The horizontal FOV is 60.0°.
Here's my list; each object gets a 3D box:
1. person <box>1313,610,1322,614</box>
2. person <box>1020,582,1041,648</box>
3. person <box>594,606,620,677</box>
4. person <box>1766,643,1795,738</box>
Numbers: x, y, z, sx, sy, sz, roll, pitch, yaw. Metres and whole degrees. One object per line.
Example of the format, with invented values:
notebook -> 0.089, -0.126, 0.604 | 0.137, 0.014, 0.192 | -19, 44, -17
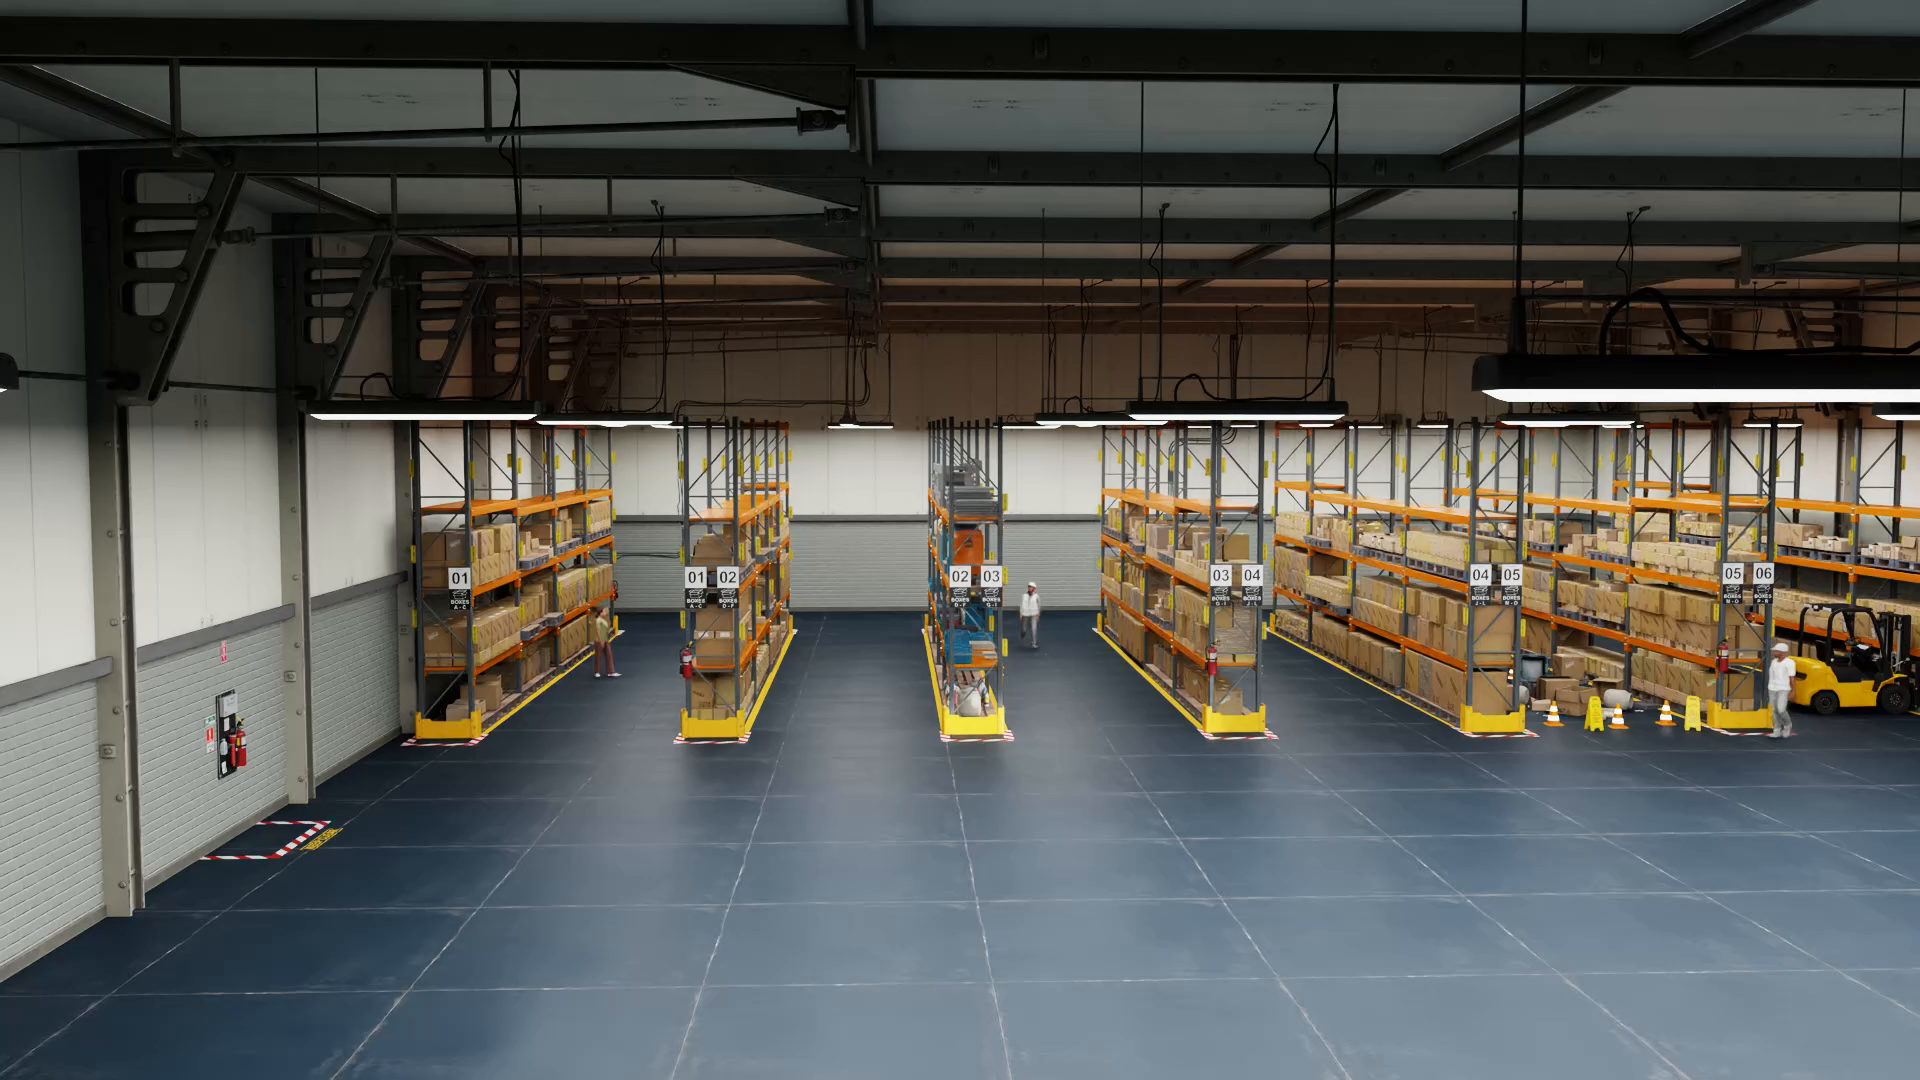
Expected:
person -> 10.826, 1.542, 50.949 | 0.474, 1.680, 0.489 | -4, 5, -43
person -> 1.854, 1.978, 44.113 | 0.582, 1.713, 0.841 | 0, 4, -5
person -> -8.305, 2.372, 38.723 | 0.595, 1.659, 0.516 | 2, 4, 25
person -> 15.249, 2.799, 30.906 | 0.462, 1.764, 0.598 | -2, 4, -33
